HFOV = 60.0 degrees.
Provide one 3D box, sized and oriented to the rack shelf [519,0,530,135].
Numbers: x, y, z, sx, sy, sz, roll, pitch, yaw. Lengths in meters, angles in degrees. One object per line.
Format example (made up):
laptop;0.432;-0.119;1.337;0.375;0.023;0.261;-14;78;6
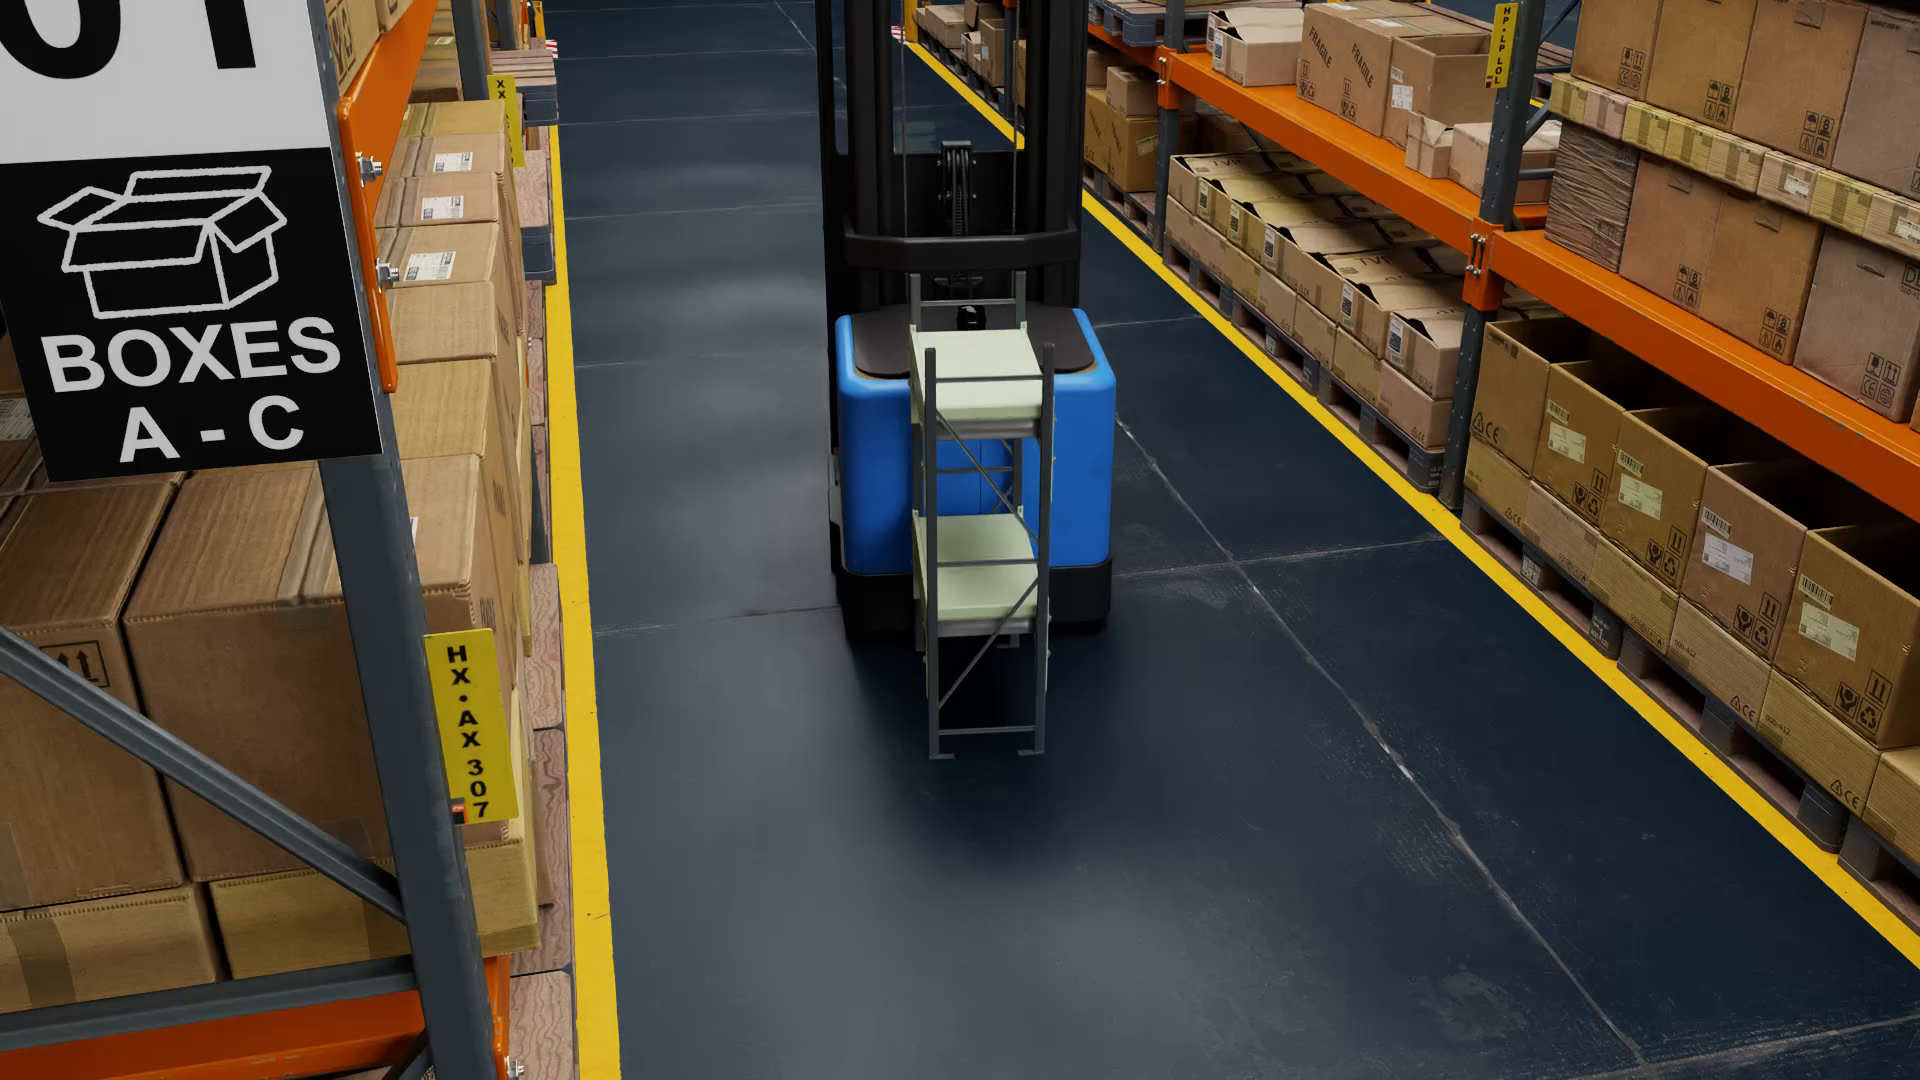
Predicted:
rack shelf;-3.493;-3.352;11.360;1.077;0.370;4.000;-6;27;-12

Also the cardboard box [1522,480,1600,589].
cardboard box;2.602;-0.049;6.604;0.500;0.250;0.500;-6;27;-12

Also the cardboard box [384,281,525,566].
cardboard box;-1.266;-0.245;3.719;0.500;0.500;0.500;-7;28;-13

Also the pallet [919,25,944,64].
pallet;0.178;-5.183;17.285;1.003;0.211;1.213;-6;27;-12

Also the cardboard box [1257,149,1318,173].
cardboard box;2.141;-2.305;10.451;0.500;0.311;0.500;-5;27;-10

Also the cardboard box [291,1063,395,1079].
cardboard box;-1.436;1.158;4.123;0.500;0.311;0.500;-4;27;-7

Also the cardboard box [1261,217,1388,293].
cardboard box;1.971;-1.571;8.996;0.500;0.311;0.500;-6;27;-12

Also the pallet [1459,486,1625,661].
pallet;2.823;0.055;6.907;1.003;0.211;1.213;-6;27;-12

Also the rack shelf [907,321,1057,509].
rack shelf;0.059;-0.435;5.581;0.431;0.370;0.720;-2;27;-4

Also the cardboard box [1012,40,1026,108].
cardboard box;0.754;-3.899;13.932;0.500;0.500;0.500;-7;28;-14

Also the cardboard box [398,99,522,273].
cardboard box;-1.733;-1.140;5.491;0.500;0.500;0.500;-6;27;-12

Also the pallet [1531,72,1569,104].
pallet;5.842;-3.969;14.879;1.003;0.211;1.213;-6;27;-12

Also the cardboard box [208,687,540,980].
cardboard box;-1.040;0.529;3.018;0.500;0.250;0.500;-7;28;-13

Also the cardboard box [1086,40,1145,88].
cardboard box;1.093;-3.575;12.457;0.500;0.250;0.500;-6;27;-13

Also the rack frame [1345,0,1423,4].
rack frame;4.807;-7.313;18.410;1.000;3.000;0.127;-6;27;-12

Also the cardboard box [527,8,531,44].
cardboard box;-4.590;-5.081;16.296;0.700;0.500;0.500;-6;27;-12

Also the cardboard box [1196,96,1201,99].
cardboard box;1.728;-3.059;12.267;0.500;0.500;0.500;-6;27;-12

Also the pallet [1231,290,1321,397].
pallet;2.202;-1.155;9.304;1.003;0.211;1.213;-6;27;-12

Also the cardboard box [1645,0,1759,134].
cardboard box;2.906;-1.751;5.840;0.700;0.500;0.500;-6;27;-12

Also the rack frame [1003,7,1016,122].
rack frame;0.882;-5.056;13.937;1.000;3.000;0.127;-6;27;-12

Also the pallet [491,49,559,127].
pallet;-2.778;-2.407;8.903;1.213;0.211;1.003;-6;27;-12

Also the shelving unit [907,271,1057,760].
shelving unit;0.059;-0.086;5.757;0.431;1.500;0.755;-2;27;-4

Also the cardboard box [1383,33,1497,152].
cardboard box;2.409;-2.158;8.086;0.500;0.500;0.500;-4;27;-8

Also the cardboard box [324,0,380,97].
cardboard box;-1.071;-0.848;2.139;0.500;0.500;0.500;-5;27;-10

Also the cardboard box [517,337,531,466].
cardboard box;-1.506;-0.365;4.788;0.500;0.250;0.500;-6;27;-12

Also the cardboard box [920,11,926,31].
cardboard box;-0.204;-5.415;17.305;0.380;0.166;0.250;-6;27;-12

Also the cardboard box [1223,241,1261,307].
cardboard box;1.853;-1.552;9.581;0.500;0.250;0.500;-7;28;-13

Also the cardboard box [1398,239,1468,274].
cardboard box;2.609;-1.408;8.674;0.500;0.311;0.500;-7;28;-13

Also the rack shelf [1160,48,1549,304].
rack shelf;2.234;-2.100;8.881;1.077;0.370;4.000;-6;27;-12

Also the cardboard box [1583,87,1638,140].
cardboard box;2.613;-1.630;6.320;0.380;0.149;0.250;-6;27;-11

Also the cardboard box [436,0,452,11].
cardboard box;-2.624;-2.286;7.851;0.700;0.500;0.500;-6;27;-12

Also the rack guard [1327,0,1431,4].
rack guard;4.789;-6.206;18.991;1.175;0.500;0.348;-6;27;-12

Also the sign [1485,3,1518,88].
sign;2.158;-1.966;6.619;0.100;0.325;0.005;-6;27;-12

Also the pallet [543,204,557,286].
pallet;-3.146;-1.904;10.788;1.003;0.211;1.213;-6;27;-12

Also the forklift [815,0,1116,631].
forklift;-0.055;-1.591;7.149;1.130;2.935;3.031;-2;27;-4

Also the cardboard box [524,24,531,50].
cardboard box;-3.670;-3.507;12.788;0.750;0.750;0.750;-6;27;-11

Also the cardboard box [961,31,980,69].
cardboard box;0.308;-4.602;15.535;0.500;0.311;0.500;-6;27;-12

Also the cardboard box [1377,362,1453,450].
cardboard box;2.309;-0.656;7.806;0.500;0.250;0.500;-6;27;-12

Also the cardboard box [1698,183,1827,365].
cardboard box;3.025;-0.943;5.677;0.700;0.500;0.500;-6;27;-11

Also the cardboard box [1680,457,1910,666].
cardboard box;2.824;0.055;5.565;0.500;0.500;0.500;-6;27;-12

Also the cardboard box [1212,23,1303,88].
cardboard box;1.796;-2.847;9.661;0.500;0.311;0.500;-6;27;-12

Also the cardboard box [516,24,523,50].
cardboard box;-2.916;-3.096;10.313;0.380;0.149;0.250;-5;27;-10

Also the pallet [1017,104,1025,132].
pallet;1.102;-3.457;13.866;1.003;0.211;1.213;-6;27;-12

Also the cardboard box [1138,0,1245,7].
cardboard box;1.532;-3.797;10.866;0.700;0.500;0.500;-16;31;-29

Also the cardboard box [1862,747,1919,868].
cardboard box;3.053;0.829;4.865;0.500;0.250;0.500;-6;27;-12

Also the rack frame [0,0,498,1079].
rack frame;-1.236;0.717;2.501;0.949;2.616;0.053;-6;27;-12

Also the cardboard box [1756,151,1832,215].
cardboard box;2.851;-1.175;5.418;0.380;0.149;0.250;-7;28;-13
